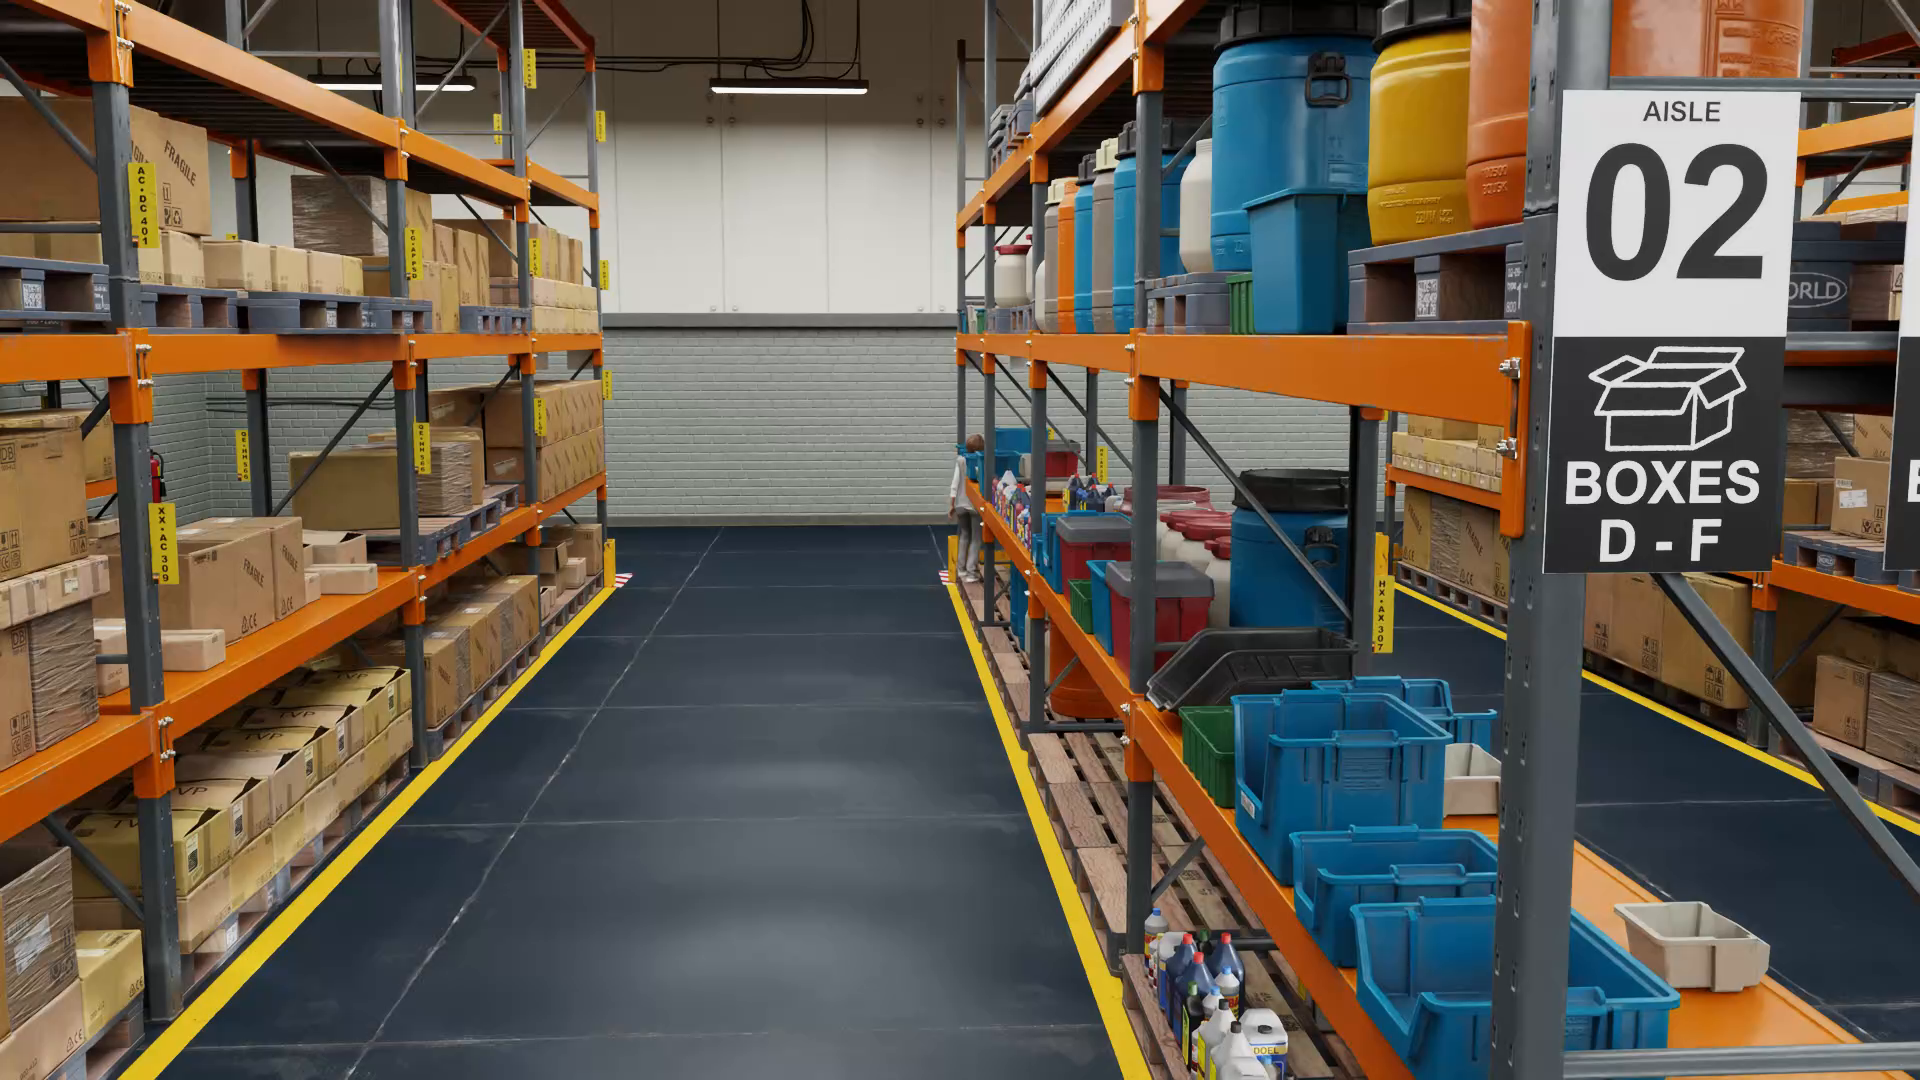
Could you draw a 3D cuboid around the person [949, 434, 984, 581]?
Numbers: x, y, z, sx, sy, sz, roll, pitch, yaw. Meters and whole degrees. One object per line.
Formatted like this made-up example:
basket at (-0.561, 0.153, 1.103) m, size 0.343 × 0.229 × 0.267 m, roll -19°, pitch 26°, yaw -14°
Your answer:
person at (0.123, -0.350, 17.707) m, size 0.446 × 1.535 × 0.714 m, roll 3°, pitch 8°, yaw 21°
